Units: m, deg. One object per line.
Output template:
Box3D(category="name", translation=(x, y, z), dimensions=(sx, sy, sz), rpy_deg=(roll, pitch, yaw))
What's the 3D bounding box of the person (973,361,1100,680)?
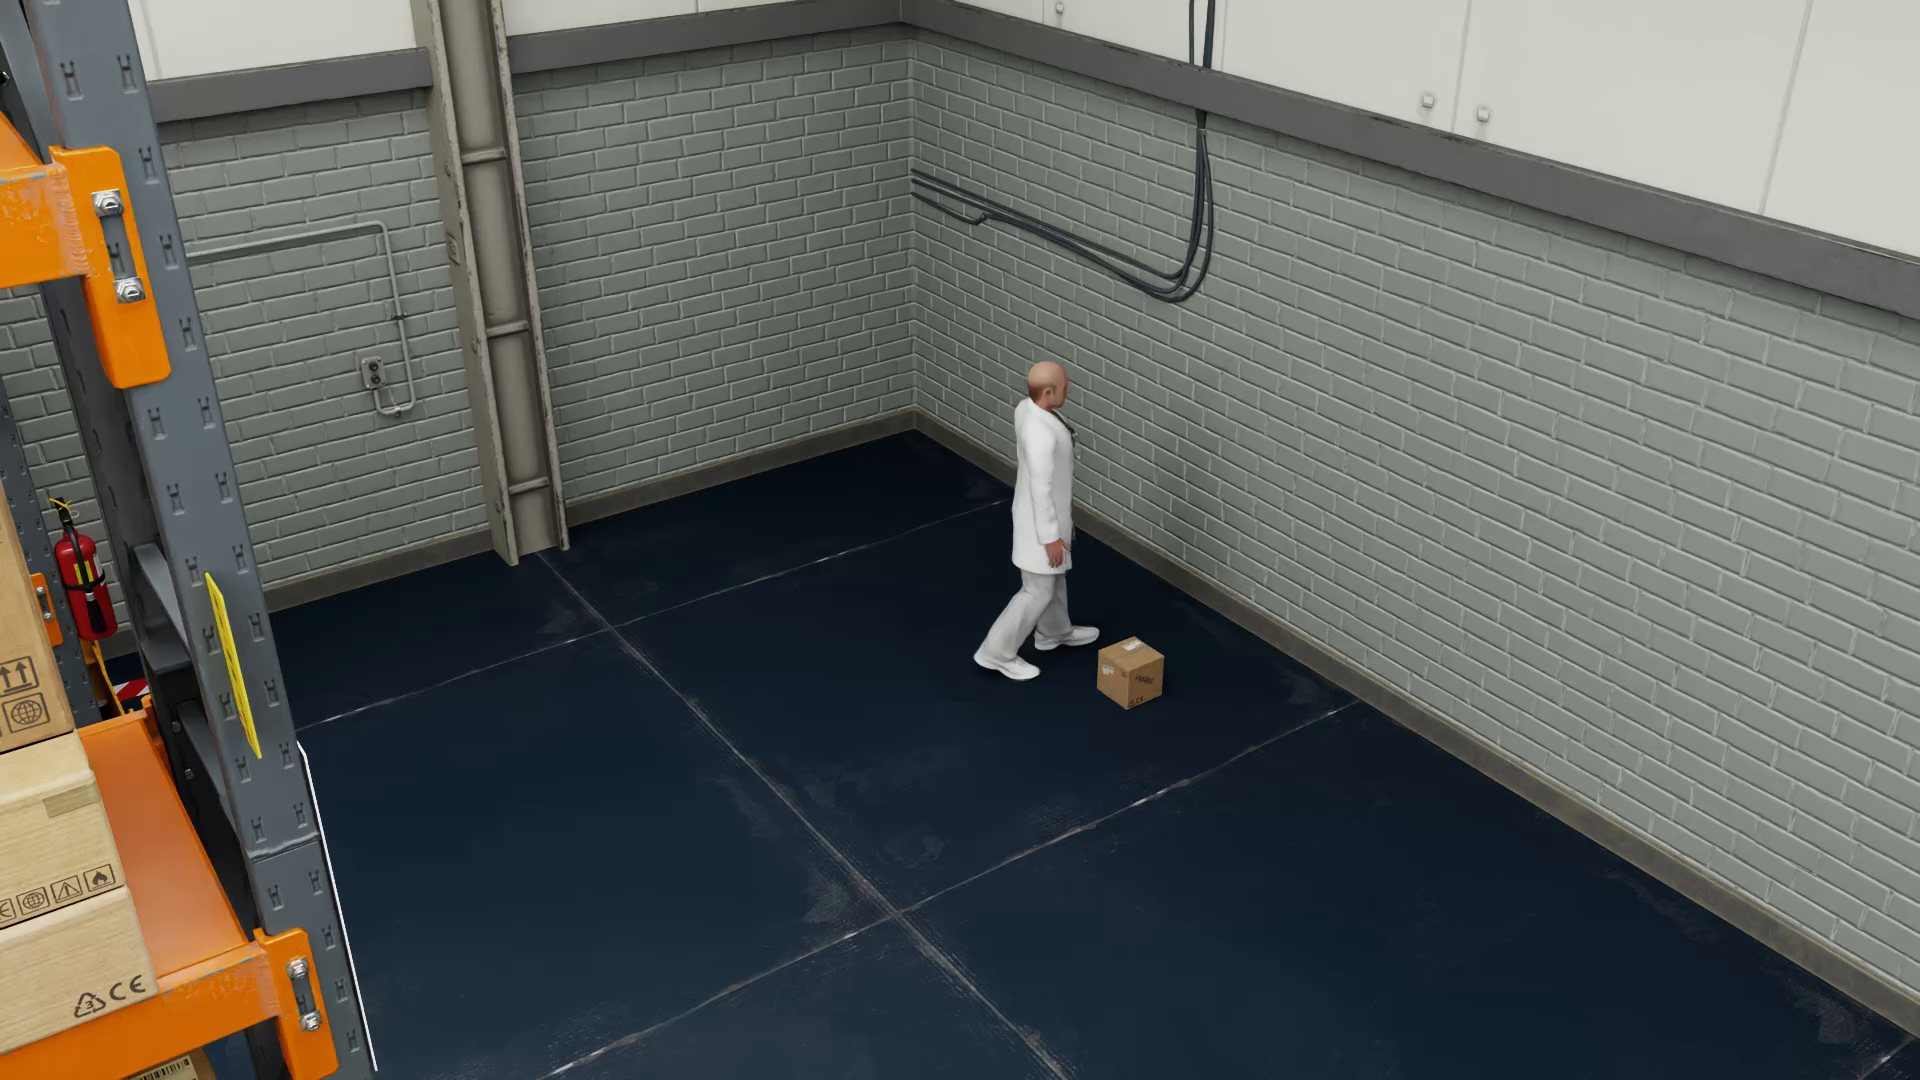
Box3D(category="person", translation=(0.432, -0.111, 8.850), dimensions=(0.737, 1.792, 0.651), rpy_deg=(-2, 28, -4))
